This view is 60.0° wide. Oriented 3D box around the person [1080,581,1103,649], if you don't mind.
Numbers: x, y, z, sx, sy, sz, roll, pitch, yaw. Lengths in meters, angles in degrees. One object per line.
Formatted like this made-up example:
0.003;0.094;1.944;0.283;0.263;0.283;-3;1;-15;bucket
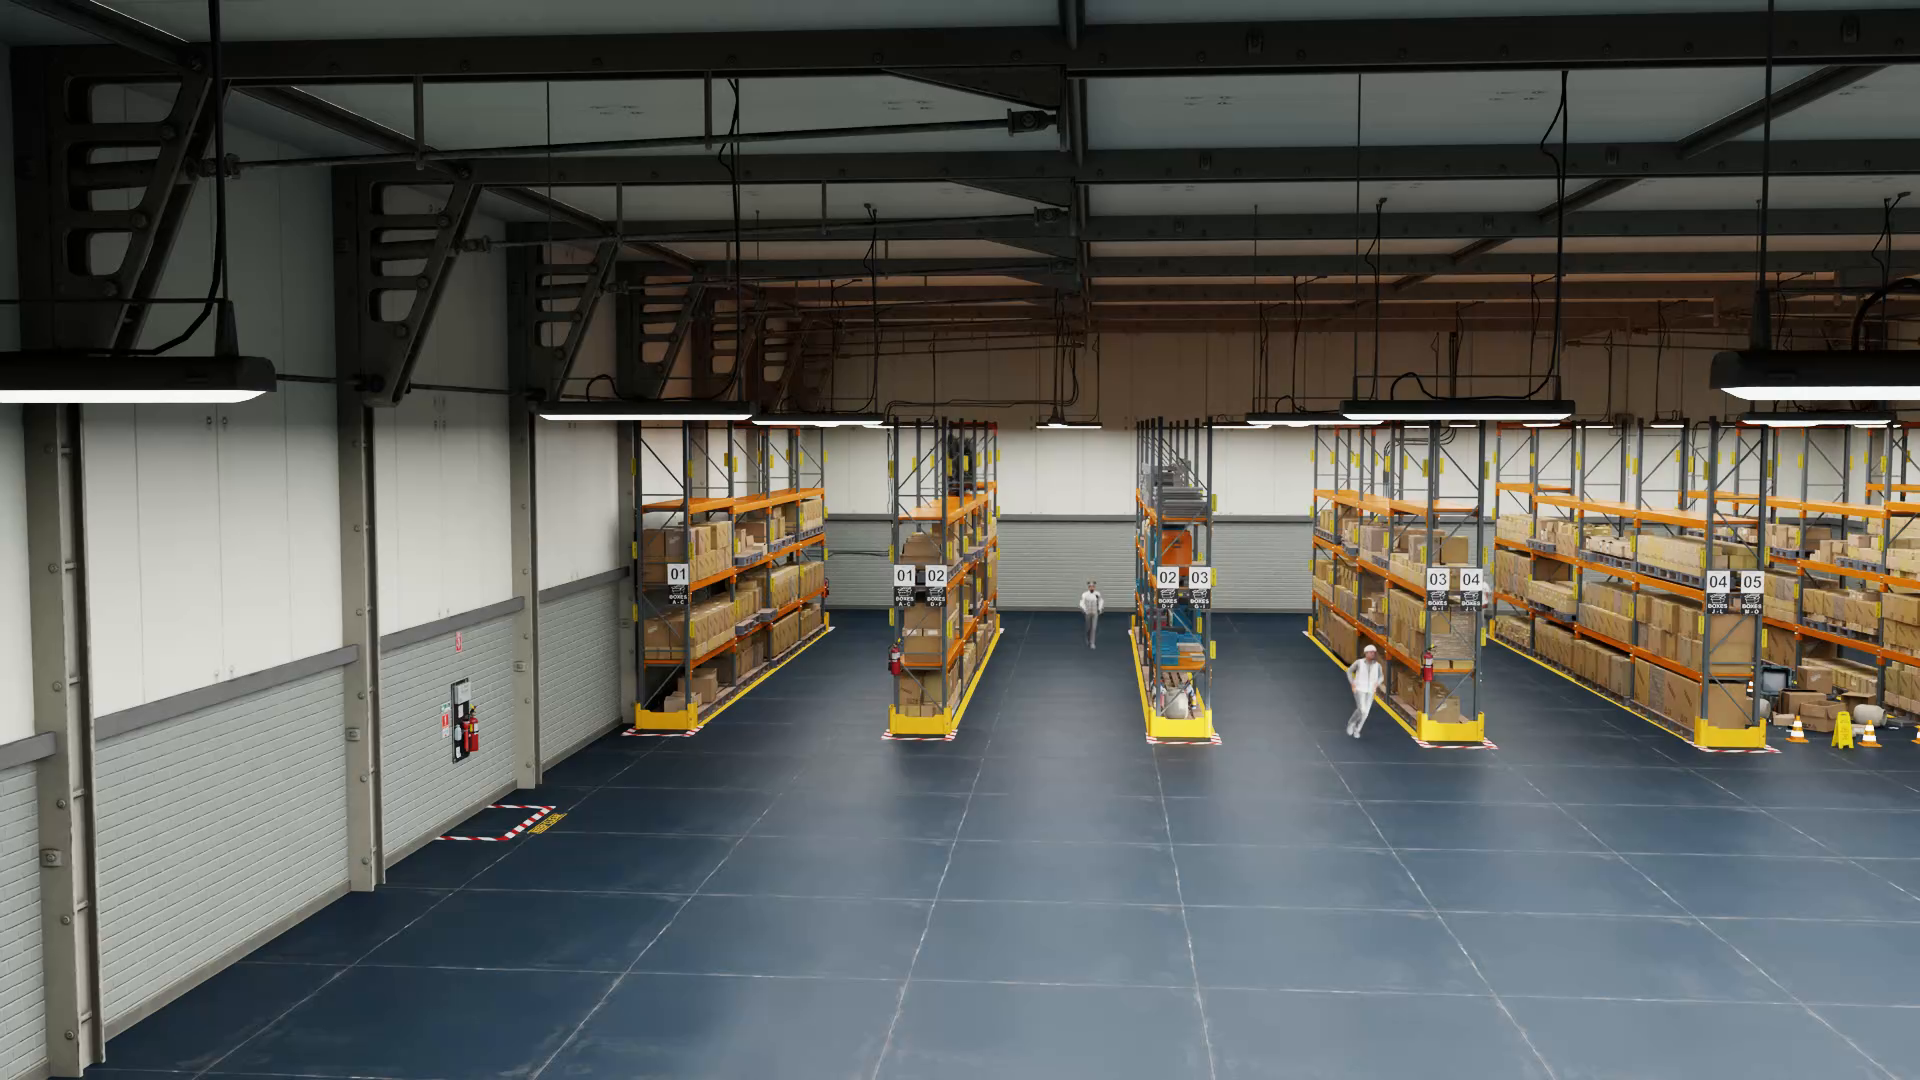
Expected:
3.324;1.864;41.960;0.605;1.696;0.764;0;4;-1;person

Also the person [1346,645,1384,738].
7.602;2.831;31.117;0.679;1.741;0.555;-1;4;-9;person

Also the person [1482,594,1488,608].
13.405;2.021;43.335;0.665;1.830;0.798;1;4;10;person

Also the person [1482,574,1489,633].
14.705;1.772;47.145;0.575;1.749;0.684;-1;4;-11;person
